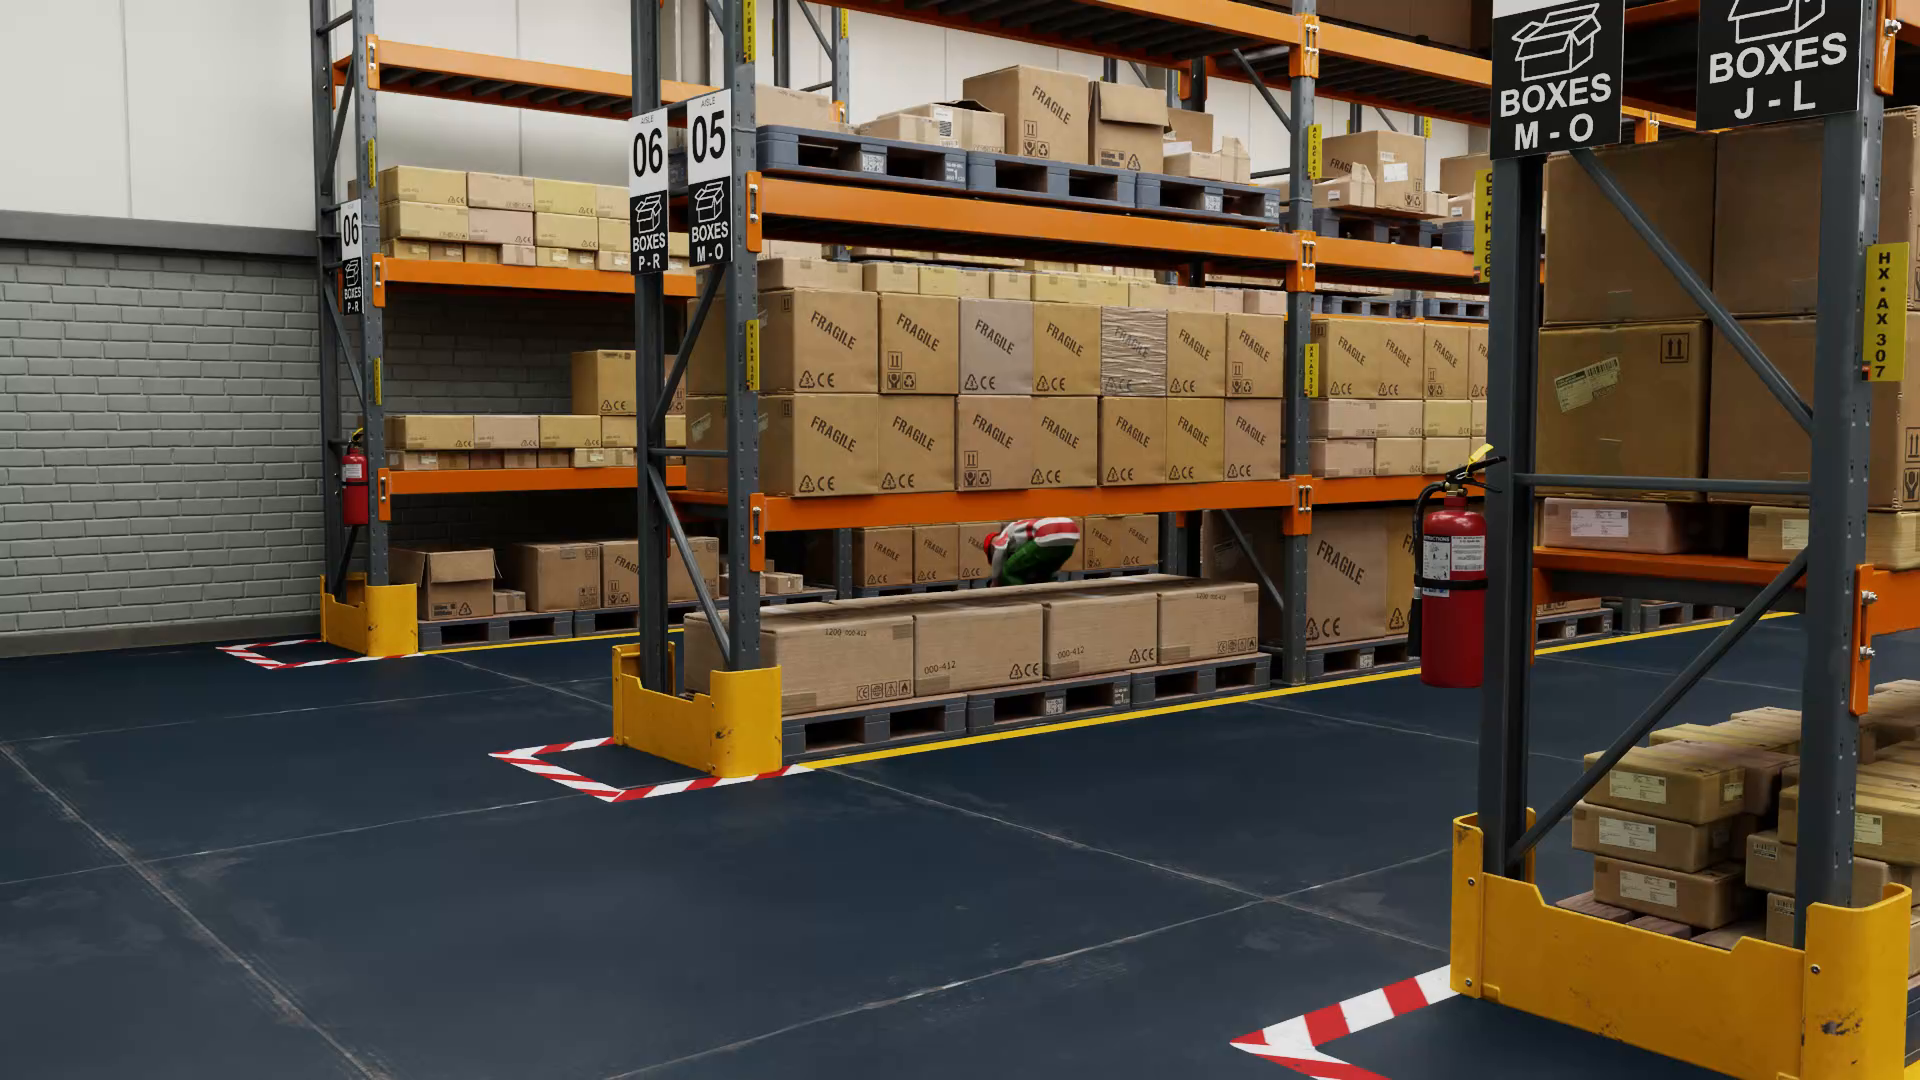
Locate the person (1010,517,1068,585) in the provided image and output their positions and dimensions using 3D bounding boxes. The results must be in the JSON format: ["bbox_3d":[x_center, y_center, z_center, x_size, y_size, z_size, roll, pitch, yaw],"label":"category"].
[{"bbox_3d":[0.636,-0.176,13.213,0.616,1.778,0.453,-4,6,-42],"label":"person"}]
